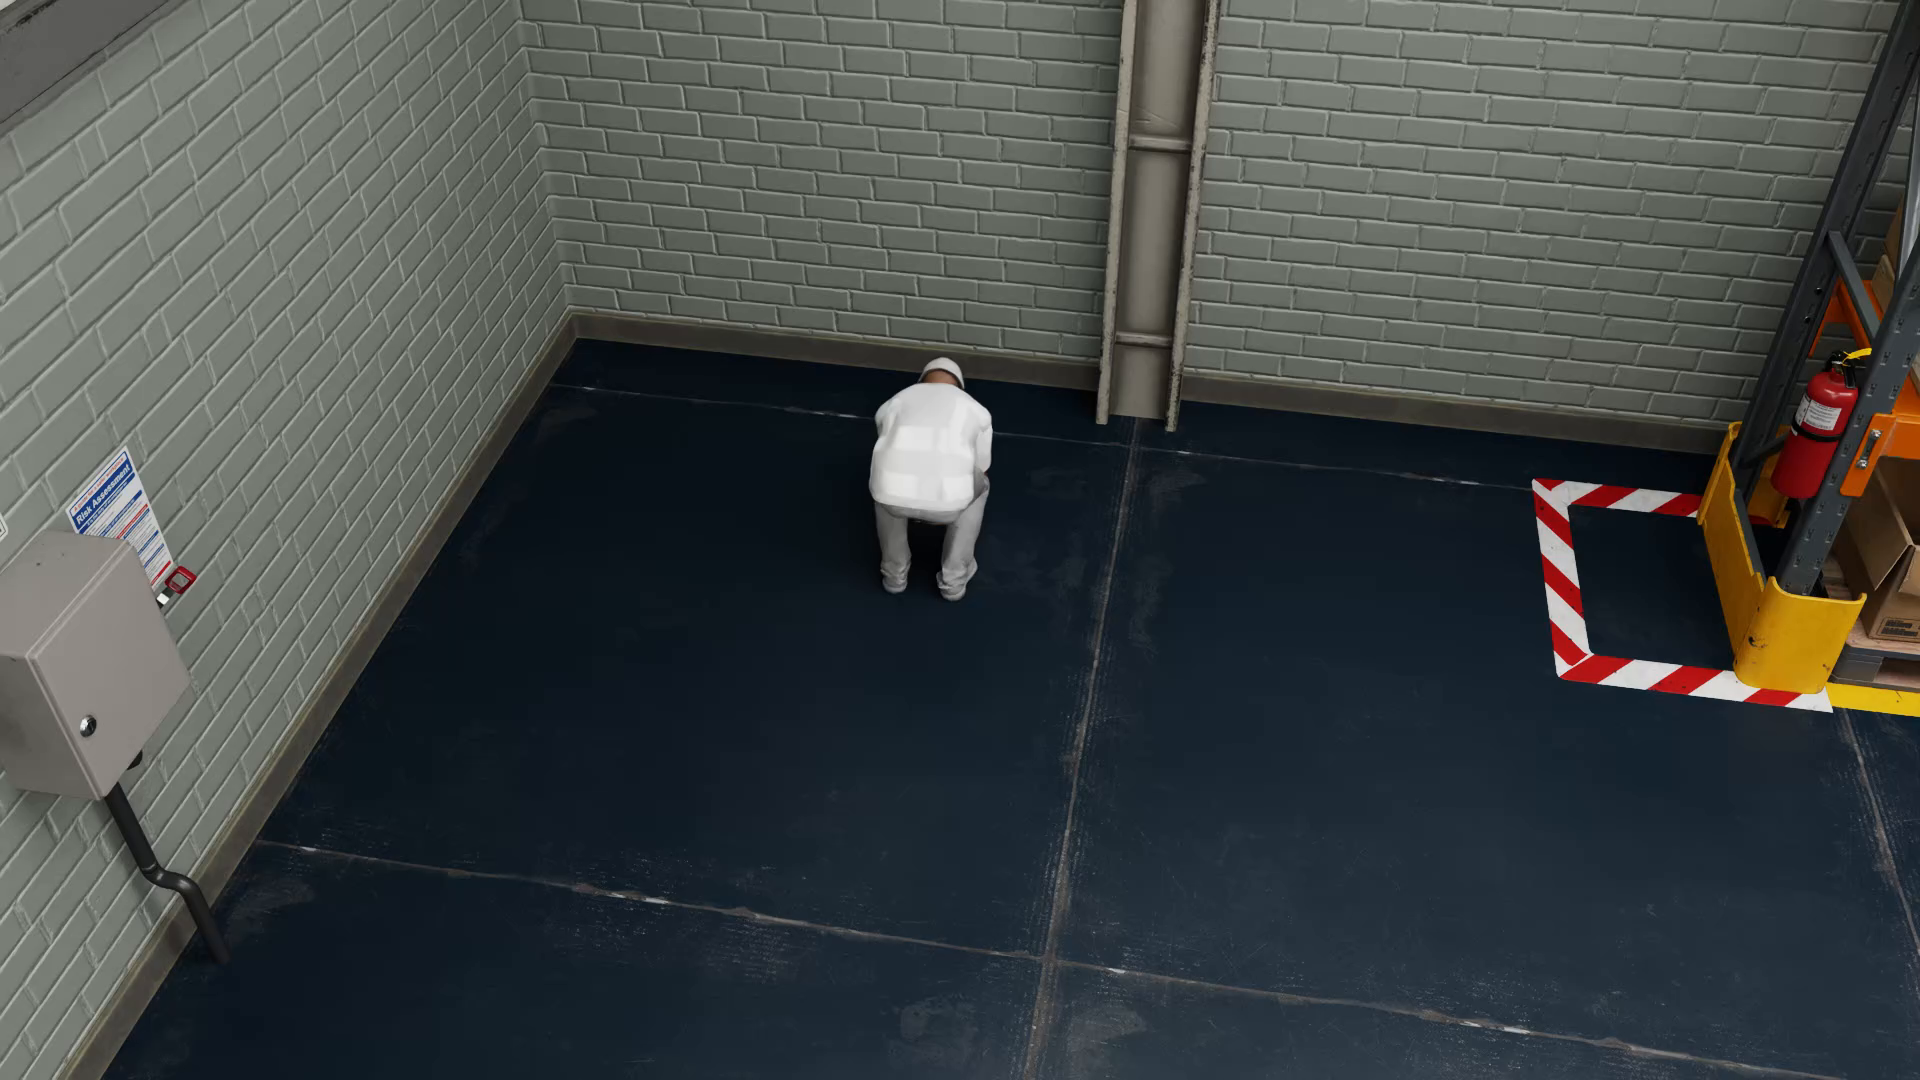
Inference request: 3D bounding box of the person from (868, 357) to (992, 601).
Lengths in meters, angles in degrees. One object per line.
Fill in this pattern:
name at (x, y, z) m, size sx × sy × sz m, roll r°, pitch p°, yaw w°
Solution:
person at (-0.128, -0.269, 7.171) m, size 0.515 × 0.874 × 0.980 m, roll 5°, pitch 41°, yaw 6°
